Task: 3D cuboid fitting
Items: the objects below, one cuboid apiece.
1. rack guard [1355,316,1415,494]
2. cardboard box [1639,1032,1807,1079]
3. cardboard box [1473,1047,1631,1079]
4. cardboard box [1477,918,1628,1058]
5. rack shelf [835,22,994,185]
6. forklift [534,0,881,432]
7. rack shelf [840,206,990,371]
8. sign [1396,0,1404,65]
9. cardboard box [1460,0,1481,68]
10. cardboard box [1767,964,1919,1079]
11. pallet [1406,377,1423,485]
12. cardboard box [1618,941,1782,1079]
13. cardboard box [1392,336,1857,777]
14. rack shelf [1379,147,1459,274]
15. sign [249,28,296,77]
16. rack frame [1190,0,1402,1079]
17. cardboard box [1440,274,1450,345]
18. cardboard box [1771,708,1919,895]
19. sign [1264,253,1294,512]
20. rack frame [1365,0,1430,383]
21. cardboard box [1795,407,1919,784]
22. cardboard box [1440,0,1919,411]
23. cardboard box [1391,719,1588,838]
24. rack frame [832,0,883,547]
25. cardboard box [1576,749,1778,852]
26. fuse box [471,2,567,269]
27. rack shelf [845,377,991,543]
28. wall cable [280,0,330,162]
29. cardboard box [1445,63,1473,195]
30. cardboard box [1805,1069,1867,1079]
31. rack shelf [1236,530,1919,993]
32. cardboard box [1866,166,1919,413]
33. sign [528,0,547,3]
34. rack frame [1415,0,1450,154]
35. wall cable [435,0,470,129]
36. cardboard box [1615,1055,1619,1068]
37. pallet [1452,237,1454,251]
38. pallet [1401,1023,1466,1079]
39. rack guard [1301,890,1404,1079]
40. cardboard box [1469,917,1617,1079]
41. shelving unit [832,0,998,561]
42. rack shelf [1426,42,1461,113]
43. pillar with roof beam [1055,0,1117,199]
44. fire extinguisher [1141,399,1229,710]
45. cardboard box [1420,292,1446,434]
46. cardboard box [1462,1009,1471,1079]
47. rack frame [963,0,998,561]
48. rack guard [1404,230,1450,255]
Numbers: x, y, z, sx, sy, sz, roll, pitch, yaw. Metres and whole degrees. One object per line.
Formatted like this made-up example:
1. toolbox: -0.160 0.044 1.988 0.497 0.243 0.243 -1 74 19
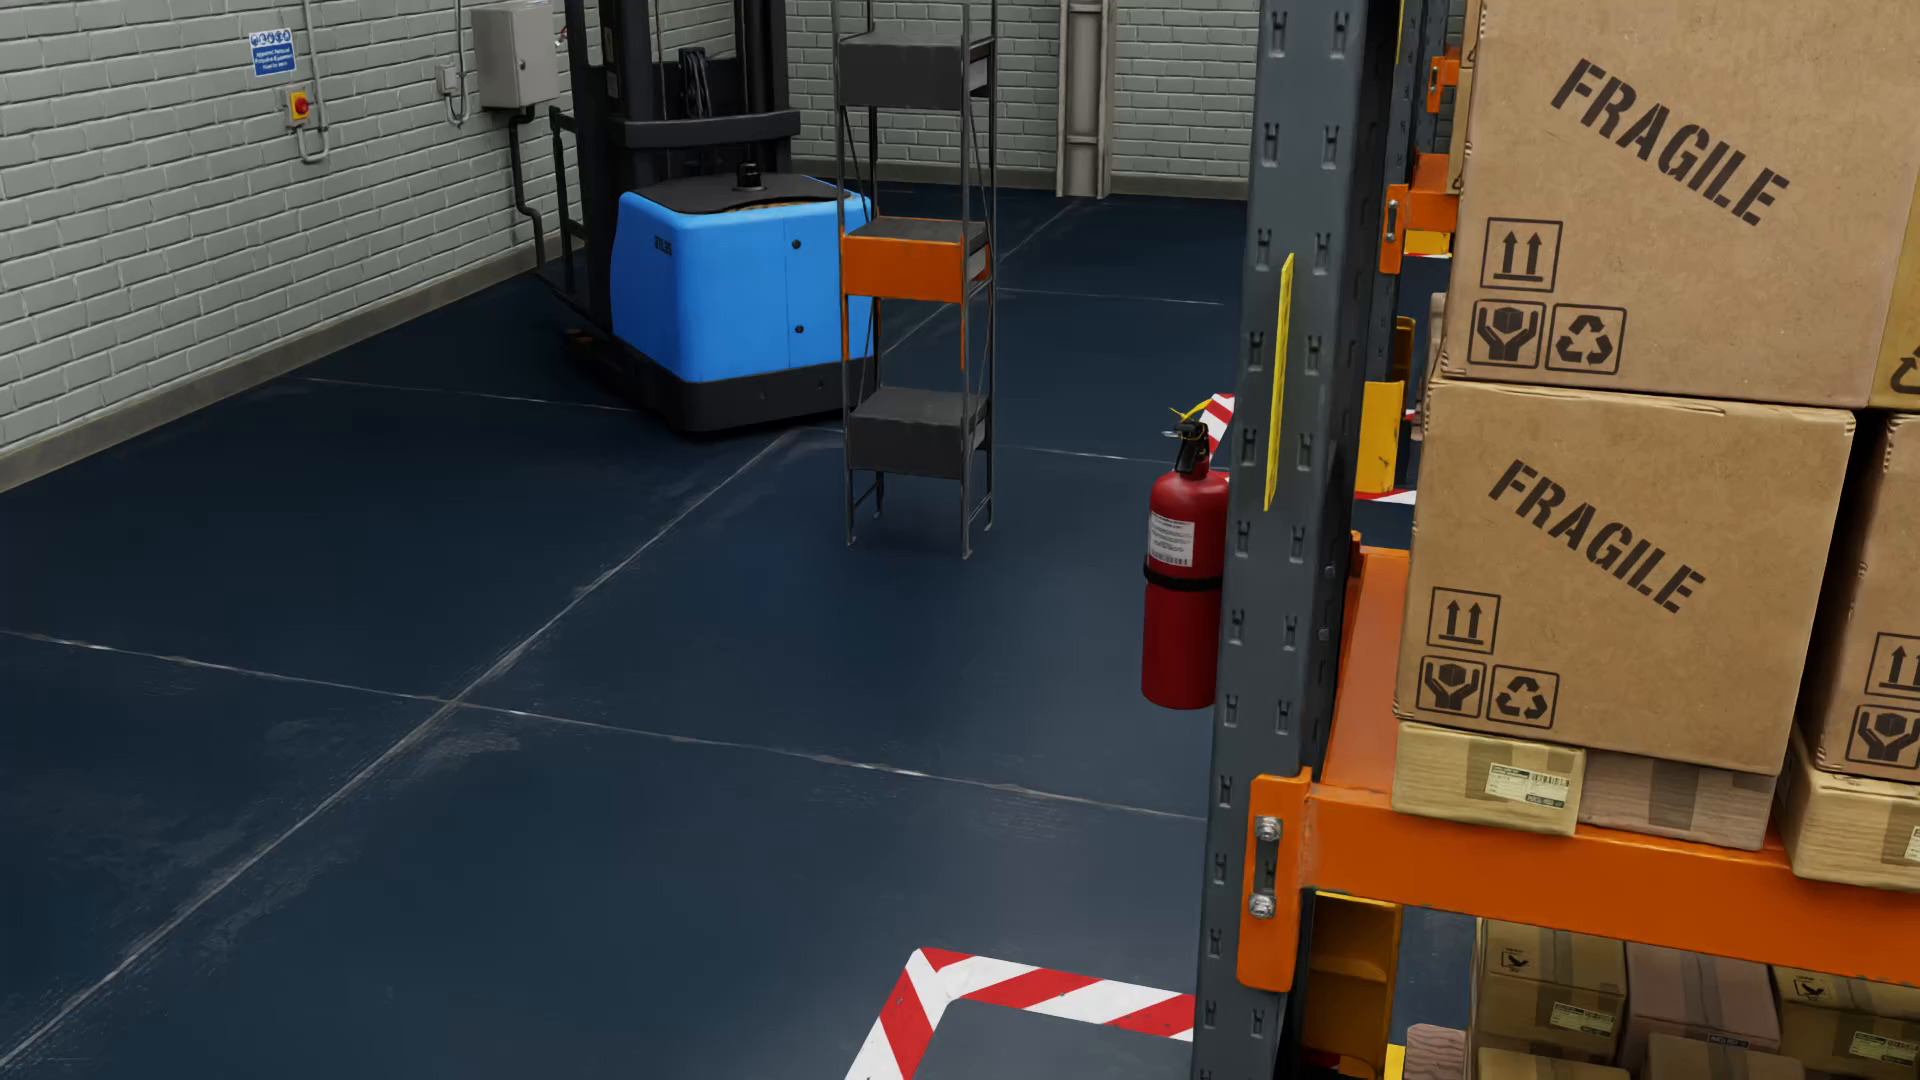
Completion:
1. rack guard: 1.885 -0.658 7.714 0.348 0.500 1.175 7 23 16
2. cardboard box: 1.277 1.015 2.763 0.250 0.149 0.380 7 23 16
3. cardboard box: 0.978 1.028 2.730 0.250 0.149 0.380 5 23 13
4. cardboard box: 1.155 0.813 3.254 0.250 0.149 0.380 7 23 16
5. rack shelf: -0.158 -1.625 6.155 0.480 0.518 0.431 7 23 16
6. forklift: -1.569 -2.379 8.708 1.130 2.935 3.031 -12 25 -28
7. rack shelf: -0.158 -0.977 6.421 0.480 0.518 0.431 7 23 16
8. sign: 1.742 -2.048 6.564 0.005 0.325 0.100 7 23 16
9. cardboard box: 2.285 -2.164 6.644 0.500 0.500 0.500 6 23 14
10. cardboard box: 1.663 0.844 3.179 0.250 0.149 0.380 6 23 14
11. pallet: 2.696 -0.462 7.619 1.213 0.211 1.003 7 23 16
12. cardboard box: 1.378 0.862 3.136 0.250 0.149 0.380 7 23 17
13. cardboard box: 0.924 -0.036 2.382 0.500 0.500 0.500 8 24 18
14. rack shelf: 3.822 -1.259 6.836 4.000 0.370 1.077 7 23 16
15. sign: -3.570 -2.535 8.642 0.001 0.218 0.327 7 23 16
16. rack frame: 0.574 -0.002 2.822 0.127 3.000 1.000 7 23 16
17. cardboard box: 1.079 -0.230 2.855 0.500 0.500 0.500 7 23 17
18. cardboard box: 1.288 0.331 2.342 0.250 0.149 0.380 6 23 14
19. sign: 0.418 -0.205 2.177 0.005 0.325 0.100 7 23 16
20. rack frame: 1.908 -1.811 7.234 0.127 3.000 1.000 7 23 16
21. cardboard box: 1.444 0.013 2.262 0.500 0.500 0.500 7 23 16
22. cardboard box: 0.928 -0.503 2.202 0.500 0.500 0.500 6 23 15
23. cardboard box: 0.790 0.269 2.493 0.250 0.149 0.380 6 23 15
24. rack frame: -0.392 -1.016 6.481 0.015 2.100 0.400 7 23 16
25. cardboard box: 1.046 0.282 2.462 0.250 0.149 0.380 7 23 17
26. fuse box: -2.751 -2.572 10.786 0.414 1.711 0.539 7 23 16
27. rack shelf: -0.158 -0.329 6.687 0.480 0.518 0.431 7 23 16
28. wall cable: -3.498 -2.906 8.521 0.123 1.953 0.585 7 23 16
29. cardboard box: 2.284 -1.701 6.832 0.500 0.500 0.500 6 23 15
30. cardboard box: 1.660 0.996 3.201 0.250 0.149 0.380 6 23 13
31. rack shelf: 2.489 0.550 2.424 4.000 0.370 1.077 7 23 16
32. cardboard box: 1.413 -0.450 2.073 0.500 0.500 0.500 7 23 17
33. sign: -2.807 -3.327 11.052 0.001 0.494 0.329 7 23 16
34. rack frame: 3.338 -3.615 11.631 0.127 3.000 1.000 7 23 16
35. wall cable: -3.099 -3.408 9.786 0.122 1.984 0.588 7 23 16
36. cardboard box: 1.397 0.988 3.221 0.250 0.149 0.380 6 23 14
37. pallet: 4.174 -2.230 11.928 1.213 0.211 1.003 7 23 16
38. pallet: 1.415 1.398 3.083 1.213 0.211 1.003 7 23 16
39. rack guard: 0.647 1.163 3.276 0.348 0.500 1.175 7 23 16
40. cardboard box: 1.162 0.939 3.339 0.250 0.149 0.380 6 23 14
41. shelving unit: -0.158 -0.990 6.416 0.503 2.100 0.431 7 23 16
42. rack shelf: 5.253 -3.063 11.233 4.000 0.370 1.077 7 23 16
43. pillar with roof beam: -0.227 -5.450 8.198 0.400 9.000 9.100 7 23 16
44. fire extinguisher: 0.467 0.011 3.384 0.183 0.674 0.296 7 23 16
45. cardboard box: 2.568 -0.784 7.552 0.875 0.438 0.875 6 23 14
46. cardboard box: 1.139 1.105 3.328 0.250 0.149 0.380 7 23 16
47. rack frame: 0.075 -0.963 6.351 0.015 2.100 0.400 7 23 16
48. rack guard: 3.411 -2.451 12.085 0.348 0.500 1.175 7 23 16
